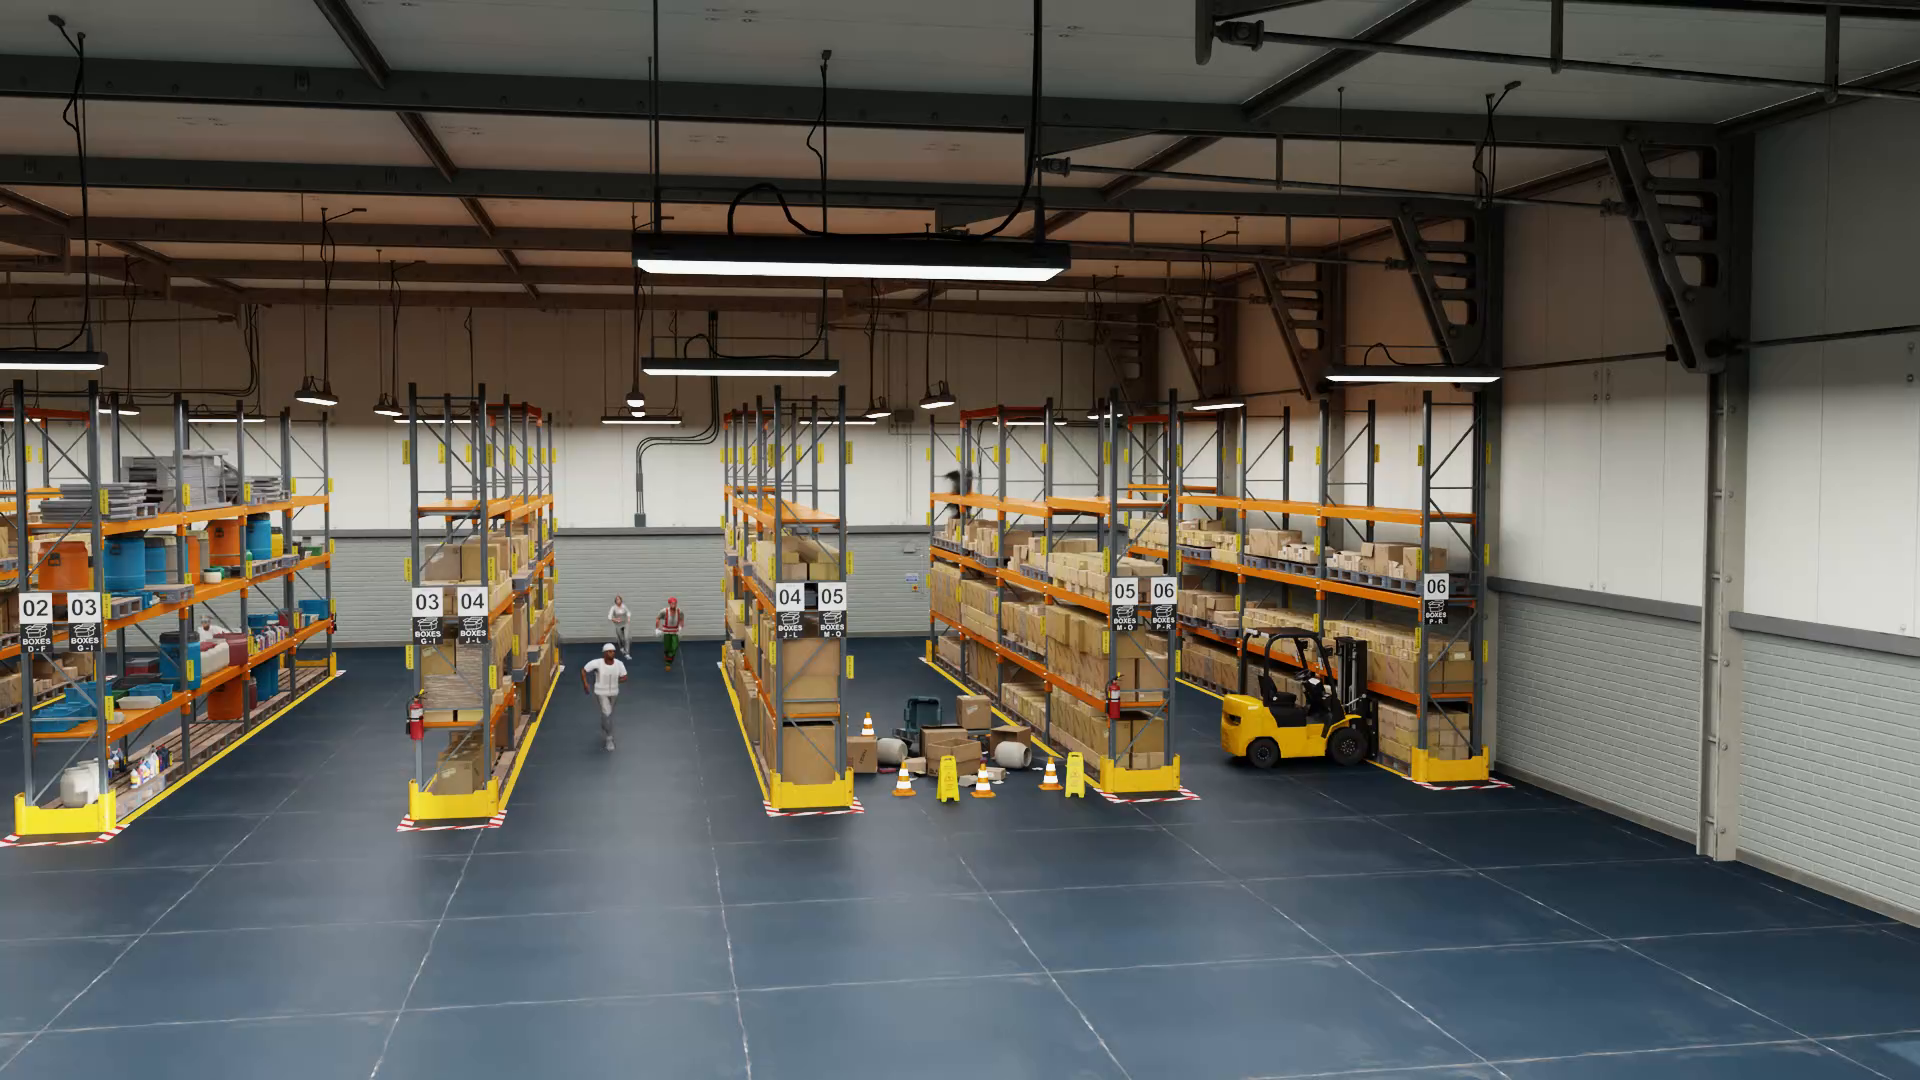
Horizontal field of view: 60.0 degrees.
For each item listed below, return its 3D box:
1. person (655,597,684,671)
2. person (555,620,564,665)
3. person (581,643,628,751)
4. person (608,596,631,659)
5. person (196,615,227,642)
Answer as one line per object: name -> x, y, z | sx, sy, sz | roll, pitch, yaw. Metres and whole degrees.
person -> -6.774, 2.181, 38.864 | 0.665, 1.715, 0.701 | -1, 3, -25
person -> -9.873, 2.217, 39.769 | 0.713, 1.590, 0.555 | 1, 3, 20
person -> -6.105, 2.675, 28.585 | 0.745, 1.811, 0.883 | -2, 4, -35
person -> -8.419, 2.157, 41.174 | 0.578, 1.561, 0.731 | -1, 3, -24
person -> -15.487, 2.389, 34.374 | 0.598, 1.729, 0.994 | 0, 3, 3
